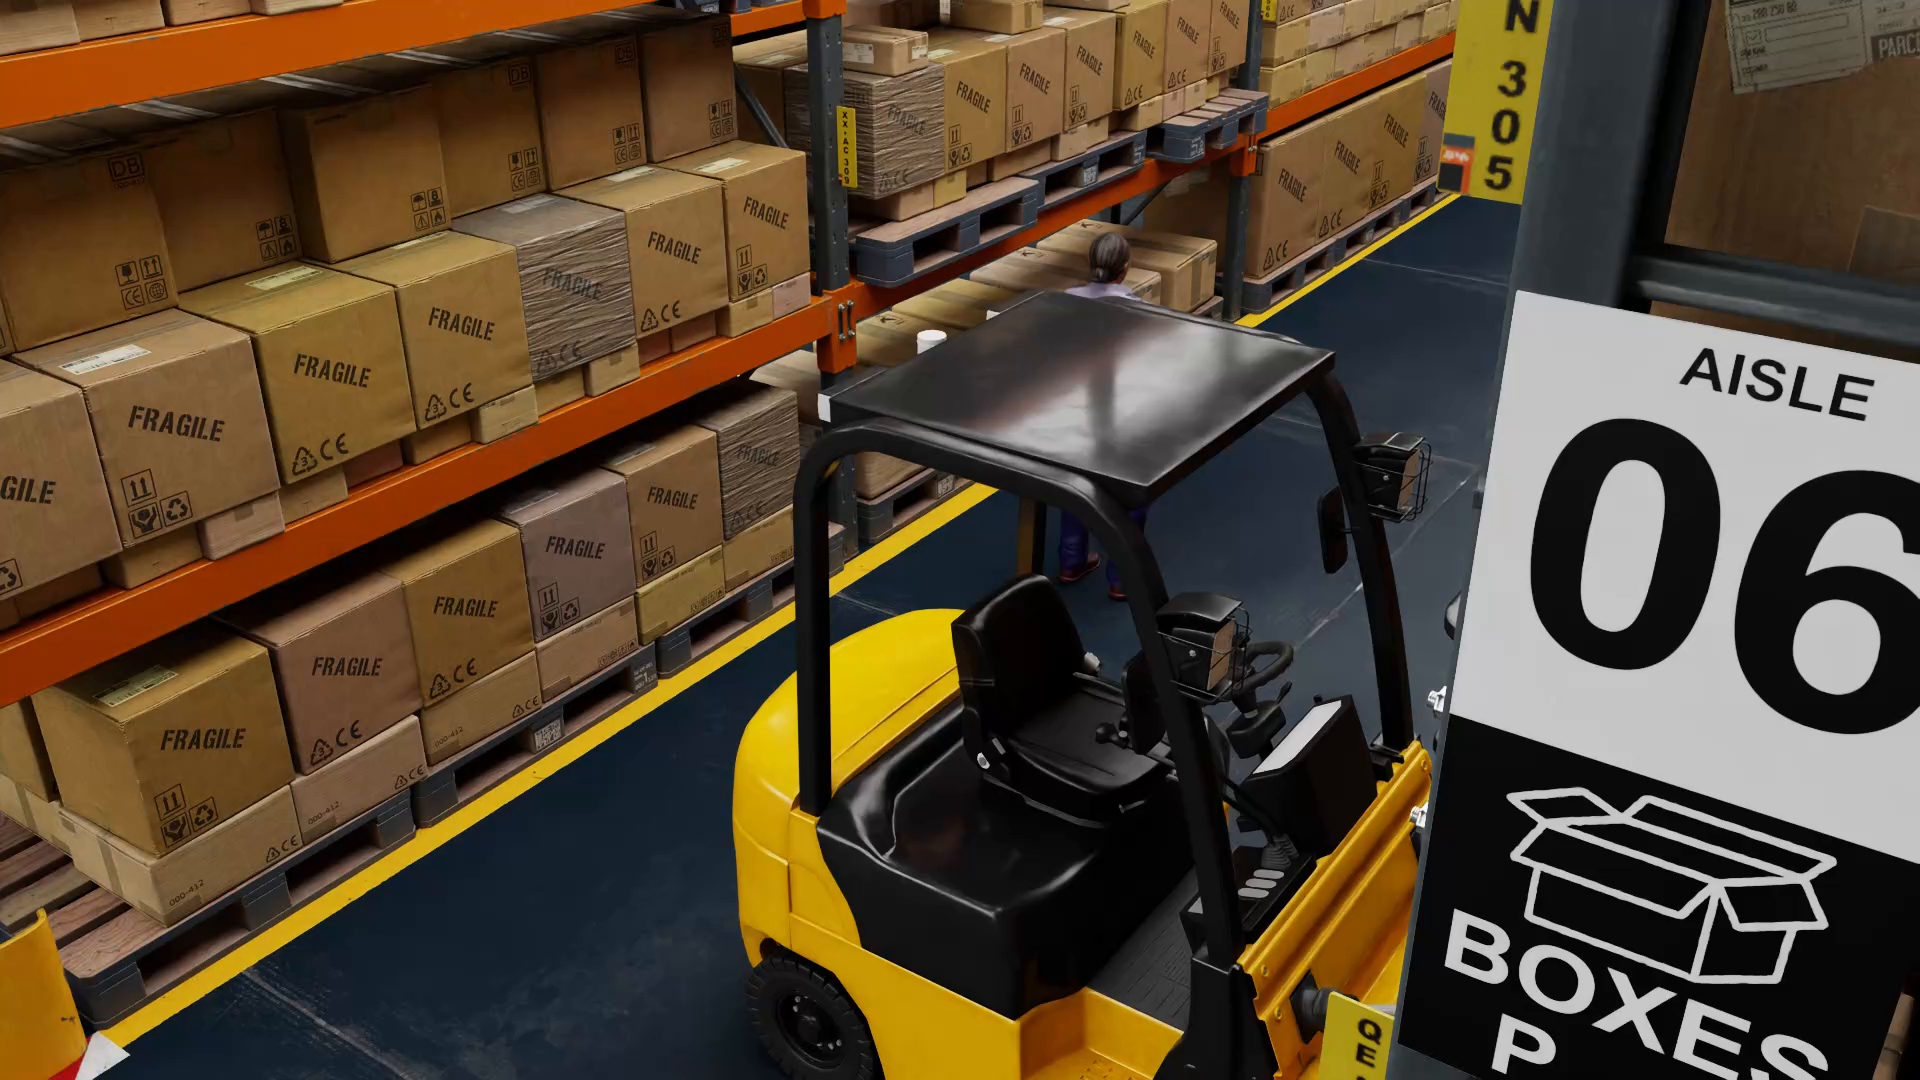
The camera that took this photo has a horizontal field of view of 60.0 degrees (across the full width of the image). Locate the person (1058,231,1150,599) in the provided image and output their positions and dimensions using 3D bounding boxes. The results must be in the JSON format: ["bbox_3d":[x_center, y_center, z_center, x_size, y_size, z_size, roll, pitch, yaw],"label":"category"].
[{"bbox_3d":[0.680,-0.567,7.252,0.441,1.646,0.519,17,32,30],"label":"person"}]
